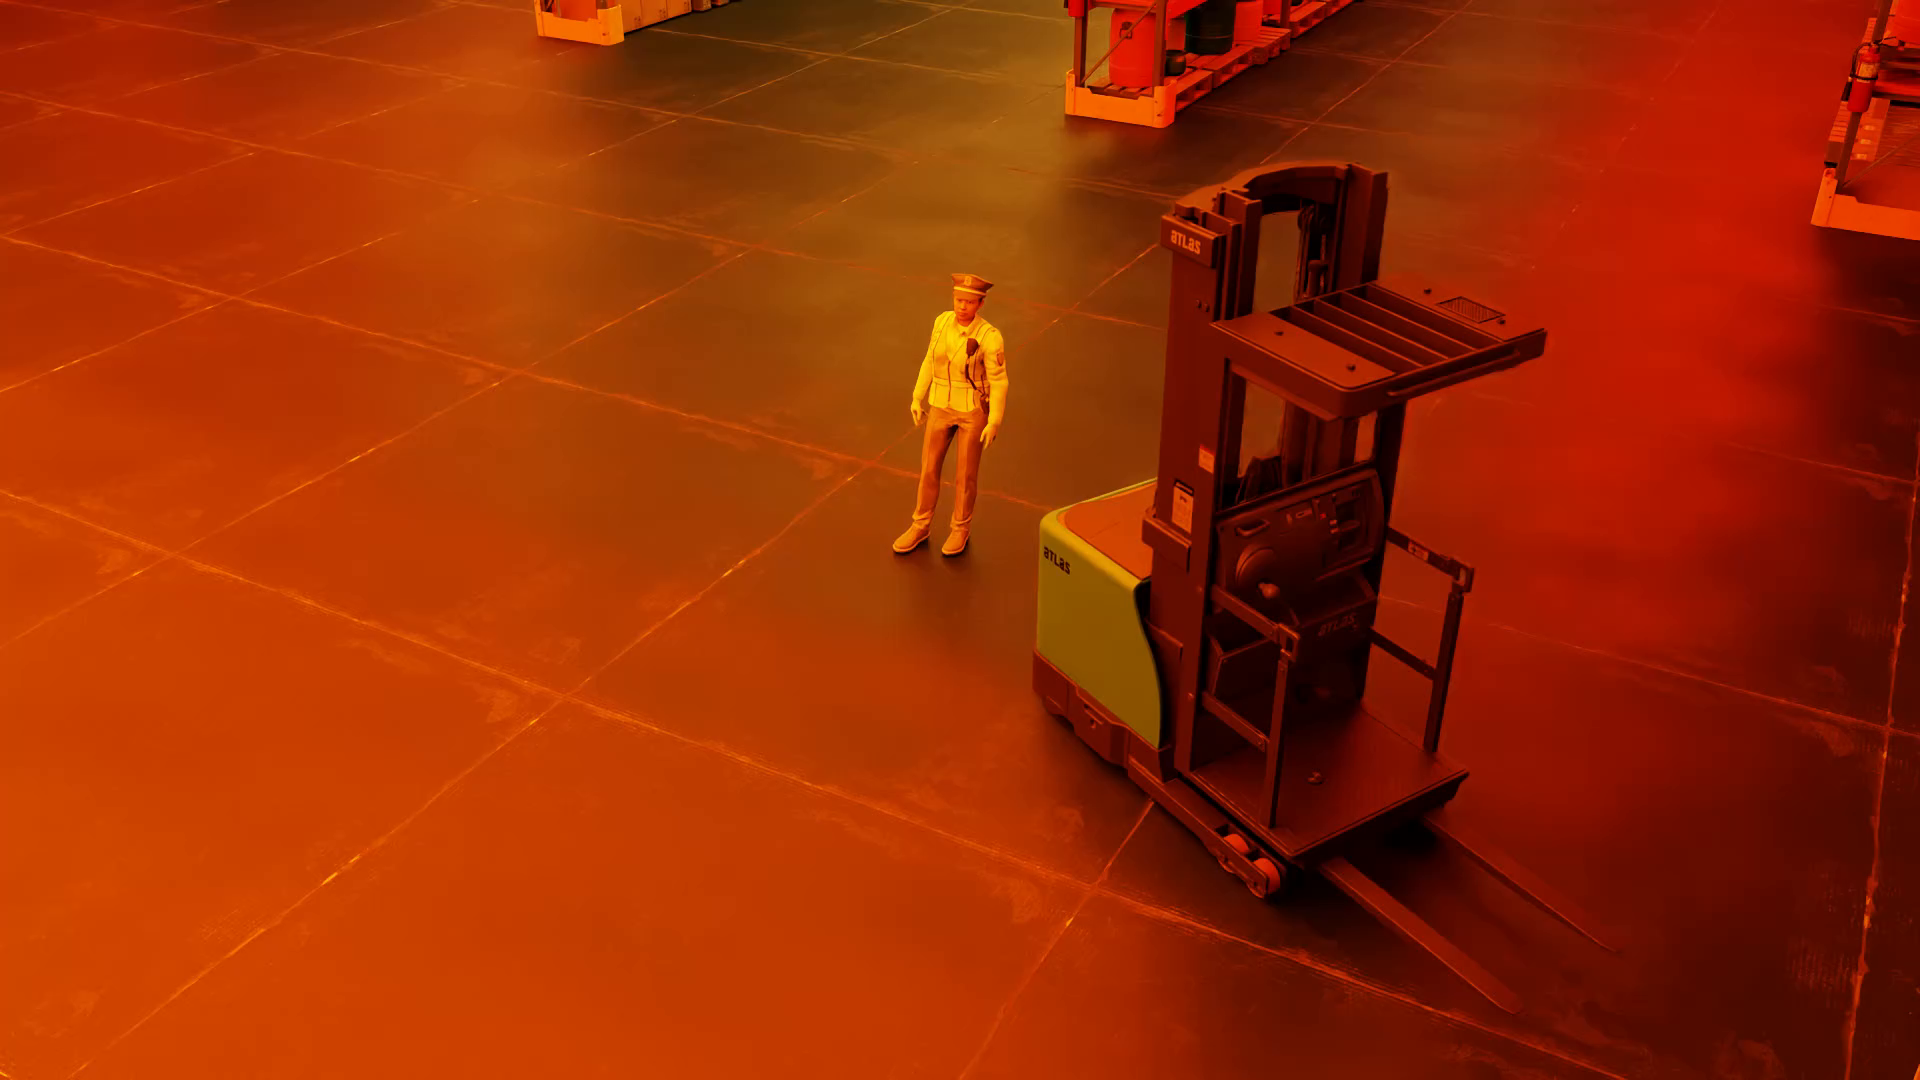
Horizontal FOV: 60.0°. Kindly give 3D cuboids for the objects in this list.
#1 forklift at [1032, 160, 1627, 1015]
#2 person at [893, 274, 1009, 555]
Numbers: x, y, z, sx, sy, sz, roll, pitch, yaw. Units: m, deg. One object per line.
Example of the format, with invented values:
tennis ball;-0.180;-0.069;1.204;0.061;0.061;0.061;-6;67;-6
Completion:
forklift;1.592;0.024;7.029;1.130;2.935;3.031;-18;34;-28
person;-0.039;-0.712;9.527;0.586;1.694;0.532;15;33;25
